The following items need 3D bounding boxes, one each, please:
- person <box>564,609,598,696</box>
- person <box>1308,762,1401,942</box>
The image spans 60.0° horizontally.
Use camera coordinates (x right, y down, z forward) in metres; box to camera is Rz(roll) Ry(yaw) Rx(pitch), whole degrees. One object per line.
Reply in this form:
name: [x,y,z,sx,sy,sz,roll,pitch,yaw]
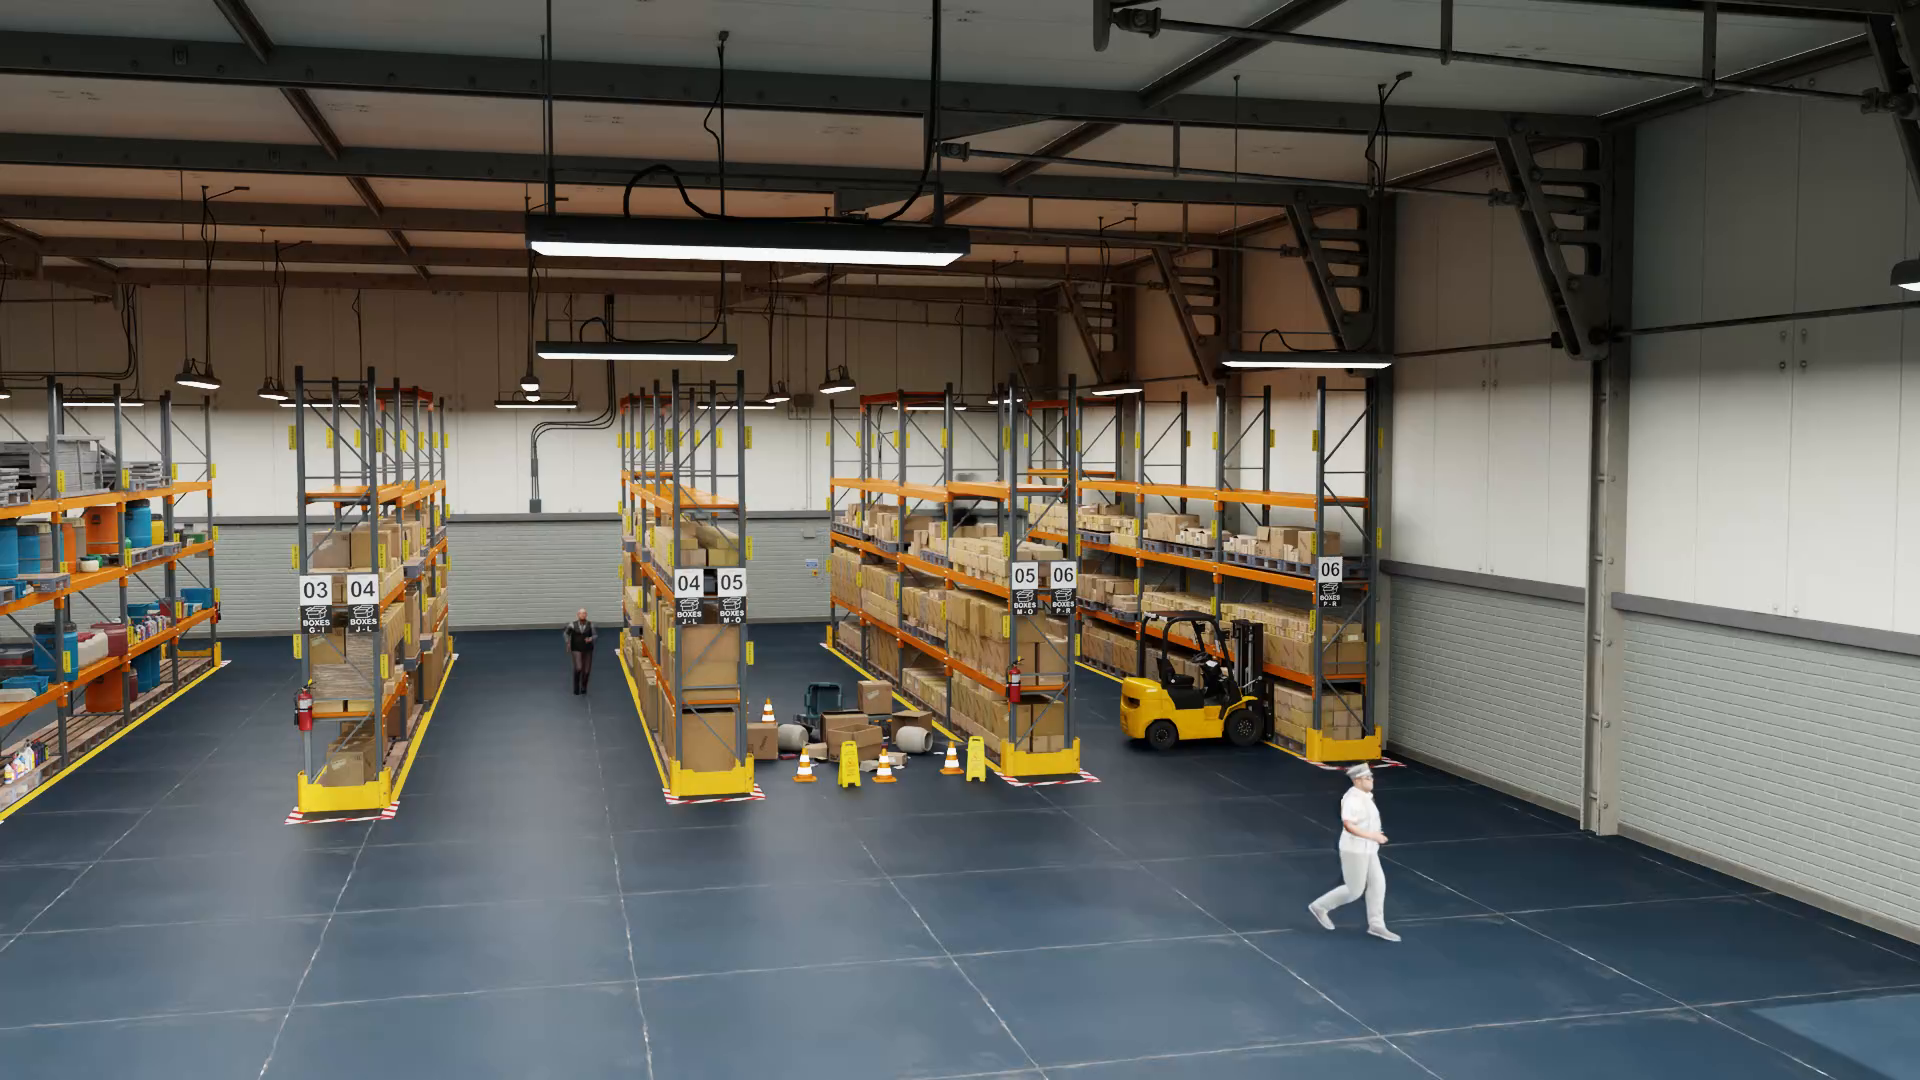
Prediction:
person: [-7.396,2.201,32.539,0.630,1.701,0.676,-1,4,-22]
person: [3.983,3.127,16.746,0.902,1.779,0.663,2,4,27]
